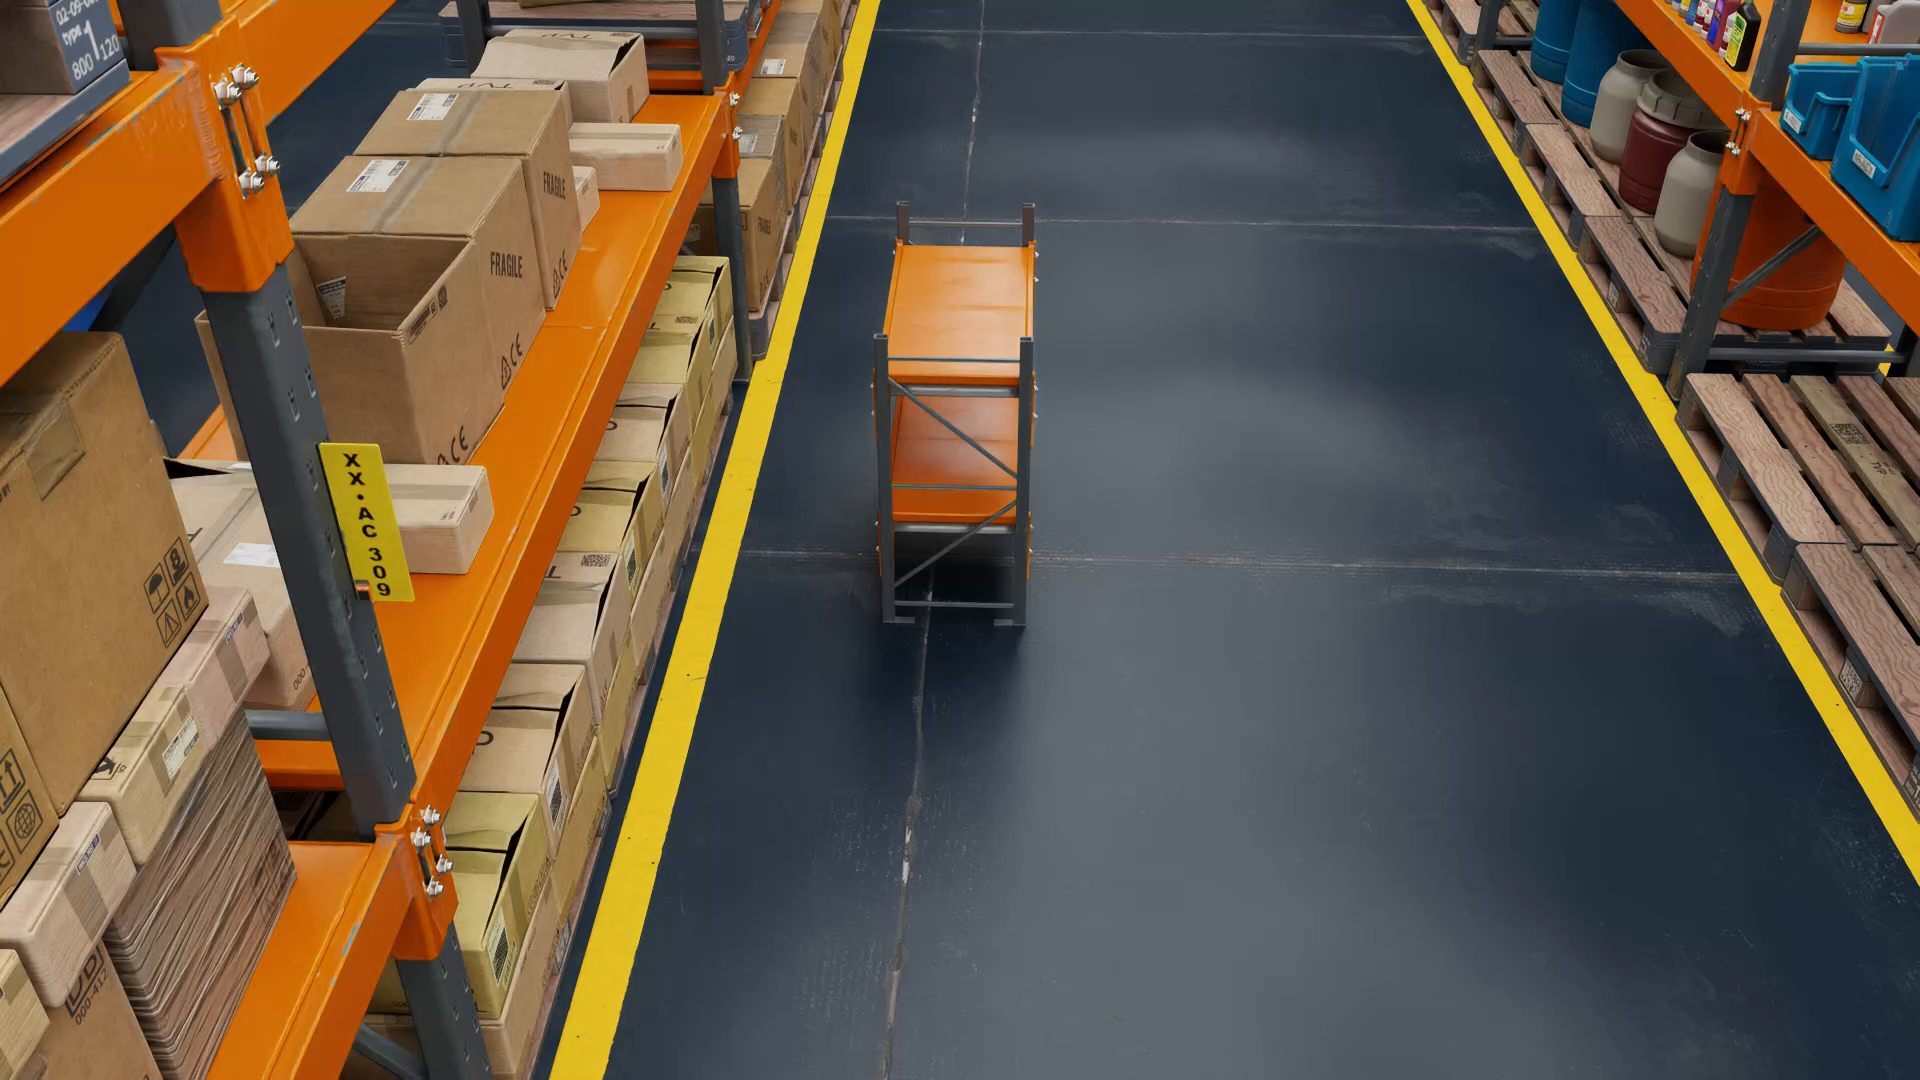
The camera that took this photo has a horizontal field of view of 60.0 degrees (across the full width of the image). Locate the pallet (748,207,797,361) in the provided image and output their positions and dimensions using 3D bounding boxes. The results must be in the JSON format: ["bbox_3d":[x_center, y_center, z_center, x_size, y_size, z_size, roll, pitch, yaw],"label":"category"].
[{"bbox_3d":[-1.342,-1.237,7.826,1.003,0.211,1.213,1,35,2],"label":"pallet"}]

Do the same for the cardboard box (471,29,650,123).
[{"bbox_3d":[-1.468,-1.705,6.145,0.500,0.311,0.500,3,35,5],"label":"cardboard box"}]

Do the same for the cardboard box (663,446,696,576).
[{"bbox_3d":[-1.228,-0.103,5.815,0.500,0.250,0.500,2,35,3],"label":"cardboard box"}]

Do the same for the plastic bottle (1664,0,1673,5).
[{"bbox_3d":[3.181,-2.472,7.332,0.097,0.201,0.097,0,35,0],"label":"plastic bottle"}]

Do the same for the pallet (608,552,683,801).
[{"bbox_3d":[-1.534,0.362,5.551,1.003,0.211,1.213,1,35,2],"label":"pallet"}]

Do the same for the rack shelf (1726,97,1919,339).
[{"bbox_3d":[3.459,-0.390,4.821,1.077,0.370,4.000,1,35,2],"label":"rack shelf"}]

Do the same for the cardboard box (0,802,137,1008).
[{"bbox_3d":[-1.388,0.496,2.284,0.380,0.149,0.250,0,35,1],"label":"cardboard box"}]

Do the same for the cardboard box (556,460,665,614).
[{"bbox_3d":[-1.245,-0.043,5.240,0.500,0.311,0.500,2,35,3],"label":"cardboard box"}]

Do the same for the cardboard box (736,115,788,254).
[{"bbox_3d":[-1.091,-1.663,7.798,0.500,0.500,0.500,0,35,0],"label":"cardboard box"}]

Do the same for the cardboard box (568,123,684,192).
[{"bbox_3d":[-1.170,-1.324,5.743,0.380,0.149,0.250,1,35,2],"label":"cardboard box"}]

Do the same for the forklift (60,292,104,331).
[{"bbox_3d":[-4.318,-1.773,6.223,1.130,2.935,3.031,-24,42,-30],"label":"forklift"}]

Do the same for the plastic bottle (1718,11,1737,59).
[{"bbox_3d":[3.152,-2.060,6.745,0.097,0.201,0.097,0,35,0],"label":"plastic bottle"}]

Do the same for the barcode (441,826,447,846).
[{"bbox_3d":[-1.145,0.661,3.656,0.001,0.075,0.075,1,35,2],"label":"barcode"}]

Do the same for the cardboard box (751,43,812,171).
[{"bbox_3d":[-1.050,-2.251,8.635,0.500,0.500,0.500,0,35,0],"label":"cardboard box"}]

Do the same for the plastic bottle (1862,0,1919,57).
[{"bbox_3d":[3.727,-2.027,6.633,0.152,0.276,0.135,1,35,2],"label":"plastic bottle"}]

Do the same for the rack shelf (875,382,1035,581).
[{"bbox_3d":[0.000,-0.264,6.073,0.538,0.278,1.000,1,35,2],"label":"rack shelf"}]

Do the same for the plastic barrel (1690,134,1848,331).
[{"bbox_3d":[3.542,-1.398,7.153,0.600,0.830,0.708,1,35,2],"label":"plastic barrel"}]

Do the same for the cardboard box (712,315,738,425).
[{"bbox_3d":[-1.188,-0.688,6.647,0.500,0.250,0.500,2,35,3],"label":"cardboard box"}]

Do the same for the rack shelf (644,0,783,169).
[{"bbox_3d":[-1.330,-2.804,8.257,1.077,0.370,4.000,1,35,2],"label":"rack shelf"}]

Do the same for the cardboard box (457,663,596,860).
[{"bbox_3d":[-1.280,0.553,4.393,0.500,0.311,0.500,1,35,1],"label":"cardboard box"}]

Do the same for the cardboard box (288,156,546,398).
[{"bbox_3d":[-1.482,-0.724,4.584,0.500,0.500,0.500,1,35,2],"label":"cardboard box"}]

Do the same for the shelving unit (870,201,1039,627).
[{"bbox_3d":[0.000,-0.464,5.932,0.538,1.125,1.048,1,35,2],"label":"shelving unit"}]

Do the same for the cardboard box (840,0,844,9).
[{"bbox_3d":[-1.017,-3.564,10.668,0.500,0.311,0.500,1,35,2],"label":"cardboard box"}]

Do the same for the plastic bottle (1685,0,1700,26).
[{"bbox_3d":[3.169,-2.333,7.073,0.097,0.271,0.097,0,35,0],"label":"plastic bottle"}]

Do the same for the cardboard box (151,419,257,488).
[{"bbox_3d":[-1.719,-0.106,3.909,0.396,0.266,0.258,1,35,1],"label":"cardboard box"}]

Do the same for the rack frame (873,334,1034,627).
[{"bbox_3d":[-0.020,-0.172,5.517,0.500,1.125,0.032,1,35,2],"label":"rack frame"}]

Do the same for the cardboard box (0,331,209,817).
[{"bbox_3d":[-1.582,0.032,2.381,0.700,0.500,0.500,1,35,2],"label":"cardboard box"}]

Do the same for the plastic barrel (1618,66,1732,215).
[{"bbox_3d":[3.587,-1.949,8.146,0.600,0.588,0.708,1,35,2],"label":"plastic barrel"}]

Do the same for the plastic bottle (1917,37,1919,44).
[{"bbox_3d":[3.879,-2.023,6.628,0.152,0.276,0.135,1,35,2],"label":"plastic bottle"}]

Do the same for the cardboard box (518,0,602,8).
[{"bbox_3d":[-1.498,-2.527,6.784,0.700,0.500,0.500,-10,36,-14],"label":"cardboard box"}]

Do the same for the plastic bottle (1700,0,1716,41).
[{"bbox_3d":[3.161,-2.192,6.934,0.097,0.201,0.097,0,35,0],"label":"plastic bottle"}]

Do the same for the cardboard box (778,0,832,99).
[{"bbox_3d":[-1.011,-2.831,9.461,0.500,0.500,0.500,1,35,2],"label":"cardboard box"}]

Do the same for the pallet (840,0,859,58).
[{"bbox_3d":[-1.221,-3.501,11.049,1.003,0.211,1.213,1,35,2],"label":"pallet"}]

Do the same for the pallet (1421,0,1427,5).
[{"bbox_3d":[3.737,-4.116,11.924,1.003,0.211,1.213,1,35,2],"label":"pallet"}]

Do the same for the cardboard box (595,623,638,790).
[{"bbox_3d":[-1.267,0.484,4.978,0.500,0.250,0.500,0,35,0],"label":"cardboard box"}]

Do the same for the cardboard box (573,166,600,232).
[{"bbox_3d":[-1.405,-1.113,5.443,0.380,0.149,0.250,4,35,5],"label":"cardboard box"}]

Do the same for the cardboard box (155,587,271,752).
[{"bbox_3d":[-1.368,0.203,2.701,0.380,0.149,0.250,1,35,2],"label":"cardboard box"}]

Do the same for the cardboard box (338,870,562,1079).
[{"bbox_3d":[-1.307,1.076,4.137,0.500,0.250,0.500,1,35,1],"label":"cardboard box"}]

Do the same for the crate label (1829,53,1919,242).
[{"bbox_3d":[3.229,-1.283,5.436,0.502,0.435,0.616,1,35,2],"label":"crate label"}]

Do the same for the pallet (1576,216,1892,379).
[{"bbox_3d":[3.529,-1.146,7.697,1.003,0.211,1.213,1,35,2],"label":"pallet"}]

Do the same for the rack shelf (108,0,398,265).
[{"bbox_3d":[-1.491,-1.733,4.125,1.077,0.370,4.000,1,35,2],"label":"rack shelf"}]

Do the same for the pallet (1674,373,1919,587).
[{"bbox_3d":[3.469,-0.248,6.419,1.003,0.211,1.213,1,35,2],"label":"pallet"}]

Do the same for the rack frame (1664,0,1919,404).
[{"bbox_3d":[3.539,-1.833,6.249,1.000,3.000,0.127,1,35,2],"label":"rack frame"}]

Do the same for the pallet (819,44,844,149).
[{"bbox_3d":[-1.244,-2.639,9.821,1.003,0.211,1.213,1,35,2],"label":"pallet"}]

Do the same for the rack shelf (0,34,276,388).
[{"bbox_3d":[-1.651,0.565,0.855,1.077,0.370,4.000,1,35,2],"label":"rack shelf"}]

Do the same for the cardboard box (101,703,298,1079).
[{"bbox_3d":[-1.582,0.563,2.754,0.700,0.500,0.500,0,35,1],"label":"cardboard box"}]

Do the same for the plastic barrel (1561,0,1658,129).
[{"bbox_3d":[3.632,-2.725,8.979,0.600,0.901,0.708,1,35,2],"label":"plastic barrel"}]

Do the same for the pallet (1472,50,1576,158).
[{"bbox_3d":[3.627,-2.548,9.692,1.003,0.211,1.213,1,35,2],"label":"pallet"}]

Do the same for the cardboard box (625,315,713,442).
[{"bbox_3d":[-1.200,-0.620,6.063,0.500,0.311,0.500,1,35,1],"label":"cardboard box"}]

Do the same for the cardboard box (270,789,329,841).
[{"bbox_3d":[-1.841,0.833,3.994,0.500,0.311,0.500,1,35,2],"label":"cardboard box"}]

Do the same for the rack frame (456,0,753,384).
[{"bbox_3d":[-1.410,-1.950,6.415,1.000,3.000,0.127,1,35,2],"label":"rack frame"}]
